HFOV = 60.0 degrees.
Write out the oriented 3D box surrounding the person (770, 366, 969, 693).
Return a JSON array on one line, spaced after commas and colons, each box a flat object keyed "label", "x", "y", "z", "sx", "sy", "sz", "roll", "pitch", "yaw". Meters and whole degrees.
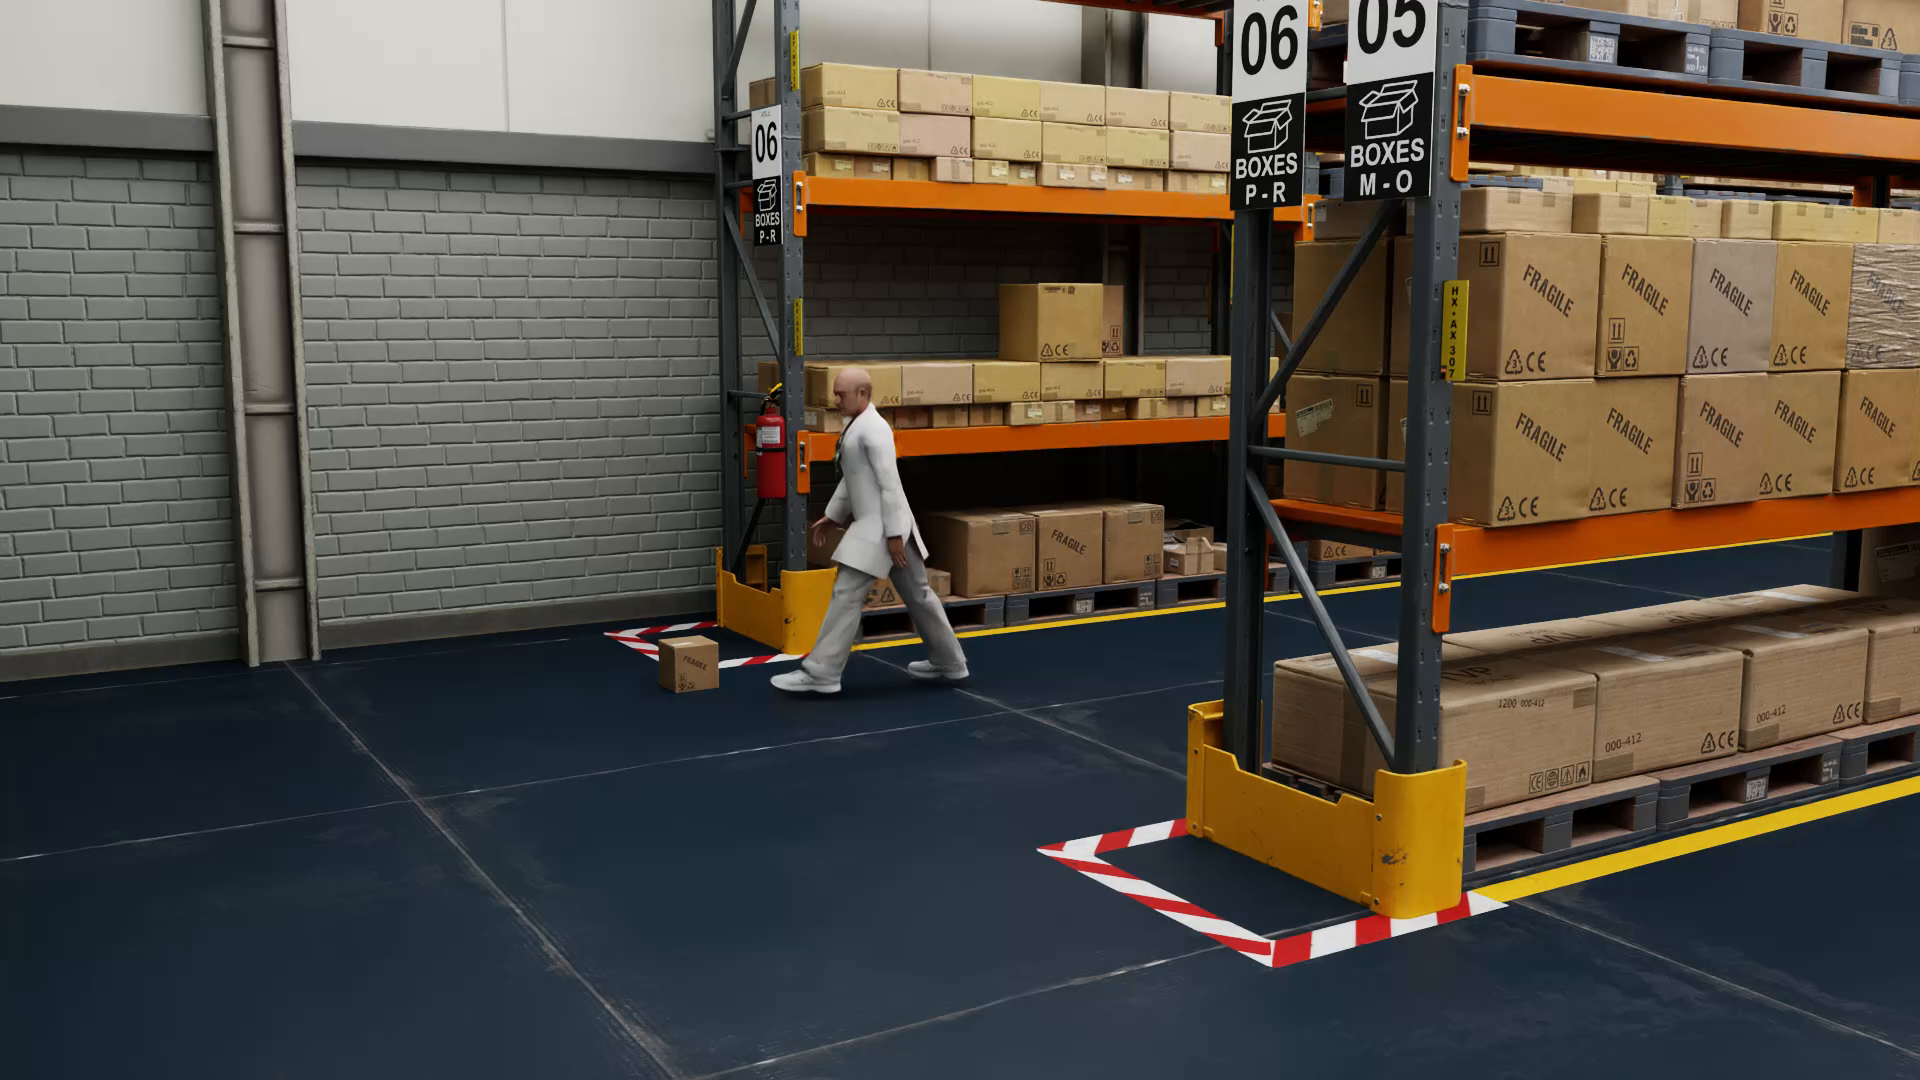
[{"label": "person", "x": -0.474, "y": -0.071, "z": 8.862, "sx": 1.038, "sy": 1.705, "sz": 0.592, "roll": 0, "pitch": 8, "yaw": 3}]
